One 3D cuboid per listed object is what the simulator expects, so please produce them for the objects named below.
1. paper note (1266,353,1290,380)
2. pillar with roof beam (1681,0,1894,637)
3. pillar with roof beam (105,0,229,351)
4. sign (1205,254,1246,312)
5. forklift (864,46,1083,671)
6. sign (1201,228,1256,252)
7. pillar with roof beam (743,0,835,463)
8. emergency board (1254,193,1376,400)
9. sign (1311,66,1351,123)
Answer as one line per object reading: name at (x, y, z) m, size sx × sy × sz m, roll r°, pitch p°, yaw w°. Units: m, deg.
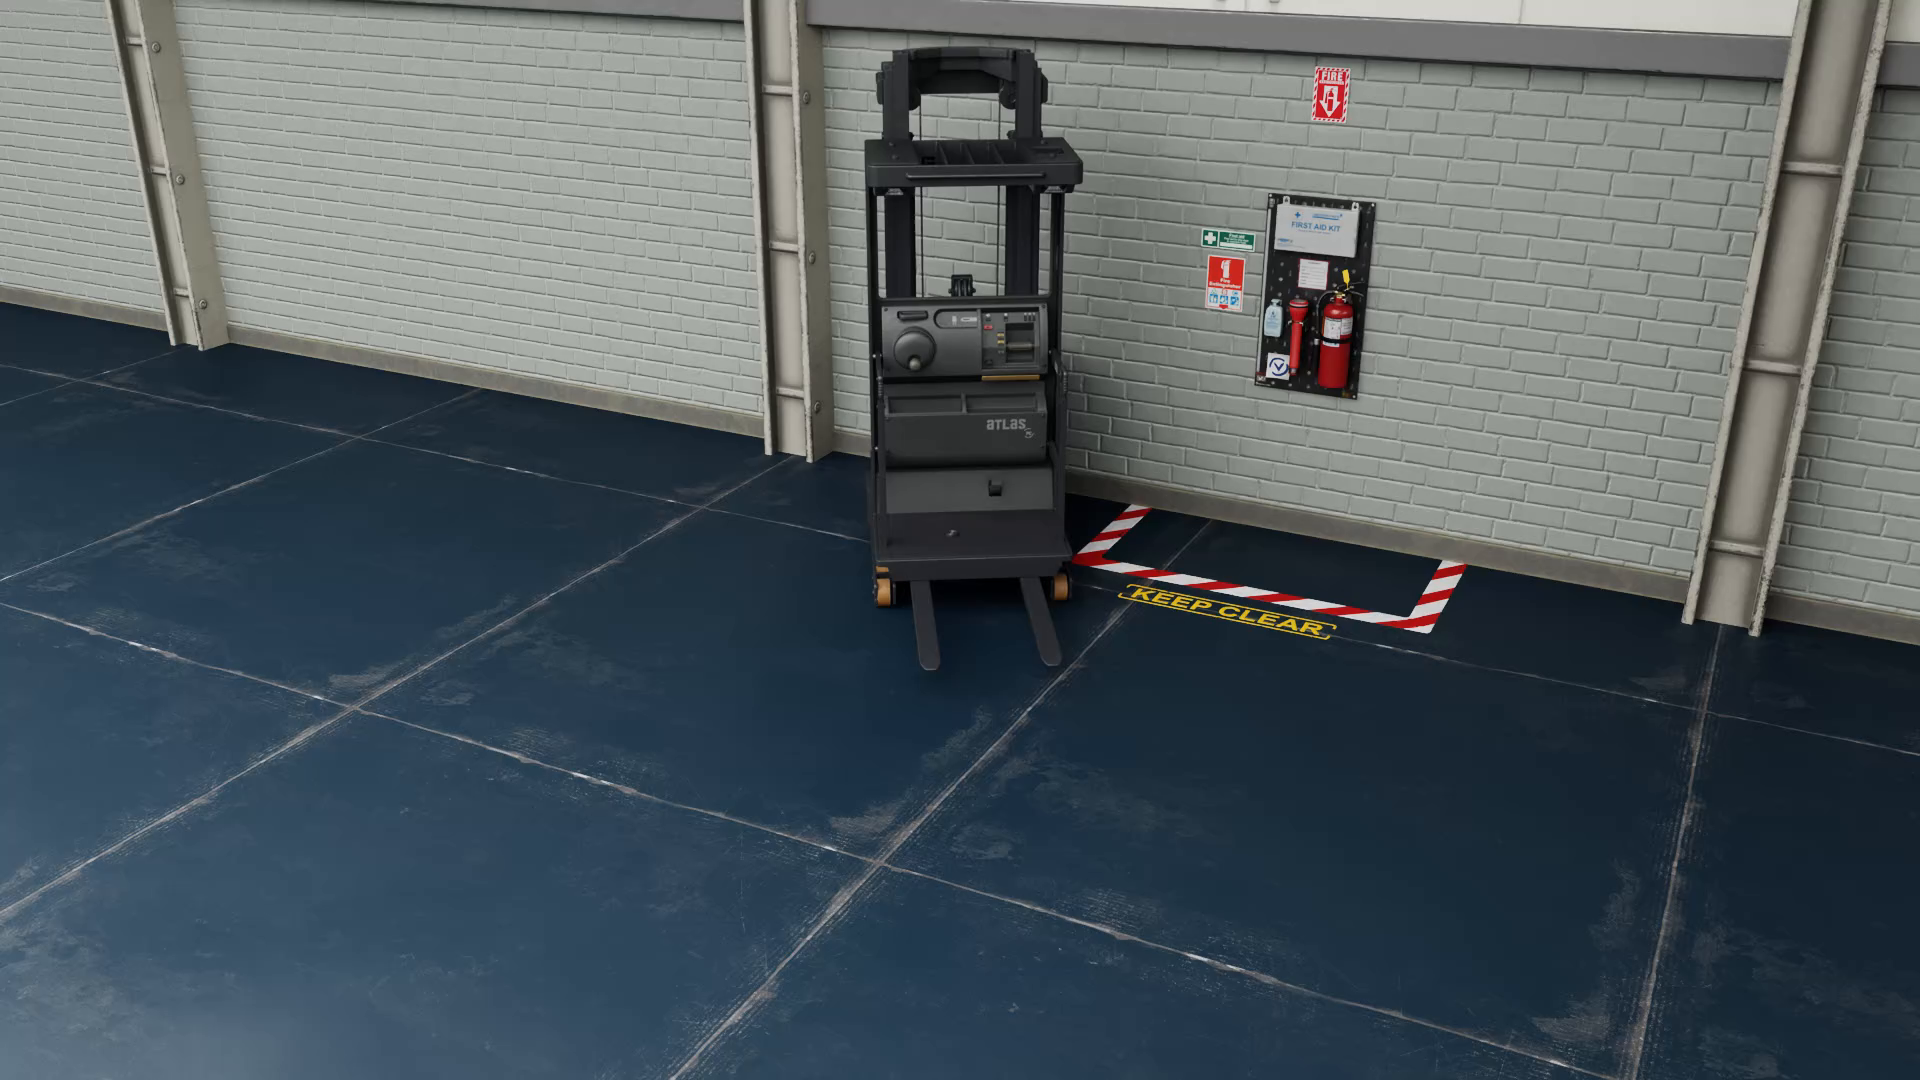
paper note at (1.914, -1.044, 9.997) m, size 0.142 × 0.148 × 0.016 m, roll 11°, pitch 25°, yaw 25°
pillar with roof beam at (2.287, -2.201, 3.927) m, size 0.400 × 9.000 × 9.100 m, roll 11°, pitch 25°, yaw 25°
pillar with roof beam at (-8.422, -4.320, 8.910) m, size 0.400 × 9.000 × 9.100 m, roll 11°, pitch 25°, yaw 25°
sign at (1.594, -1.544, 10.002) m, size 0.234 × 0.329 × 0.001 m, roll 11°, pitch 25°, yaw 25°
forklift at (0.047, -1.106, 9.105) m, size 1.130 × 2.935 × 3.031 m, roll -2°, pitch 23°, yaw -4°
sign at (1.594, -1.784, 9.889) m, size 0.331 × 0.109 × 0.001 m, roll 11°, pitch 25°, yaw 25°
pillar with roof beam at (-3.068, -3.261, 6.419) m, size 0.400 × 9.000 × 9.100 m, roll 11°, pitch 25°, yaw 25°
emergency board at (2.041, -1.394, 9.694) m, size 0.643 × 1.169 × 0.194 m, roll 11°, pitch 25°, yaw 25°
sign at (2.079, -2.497, 9.326) m, size 0.199 × 0.298 × 0.001 m, roll 11°, pitch 25°, yaw 25°
